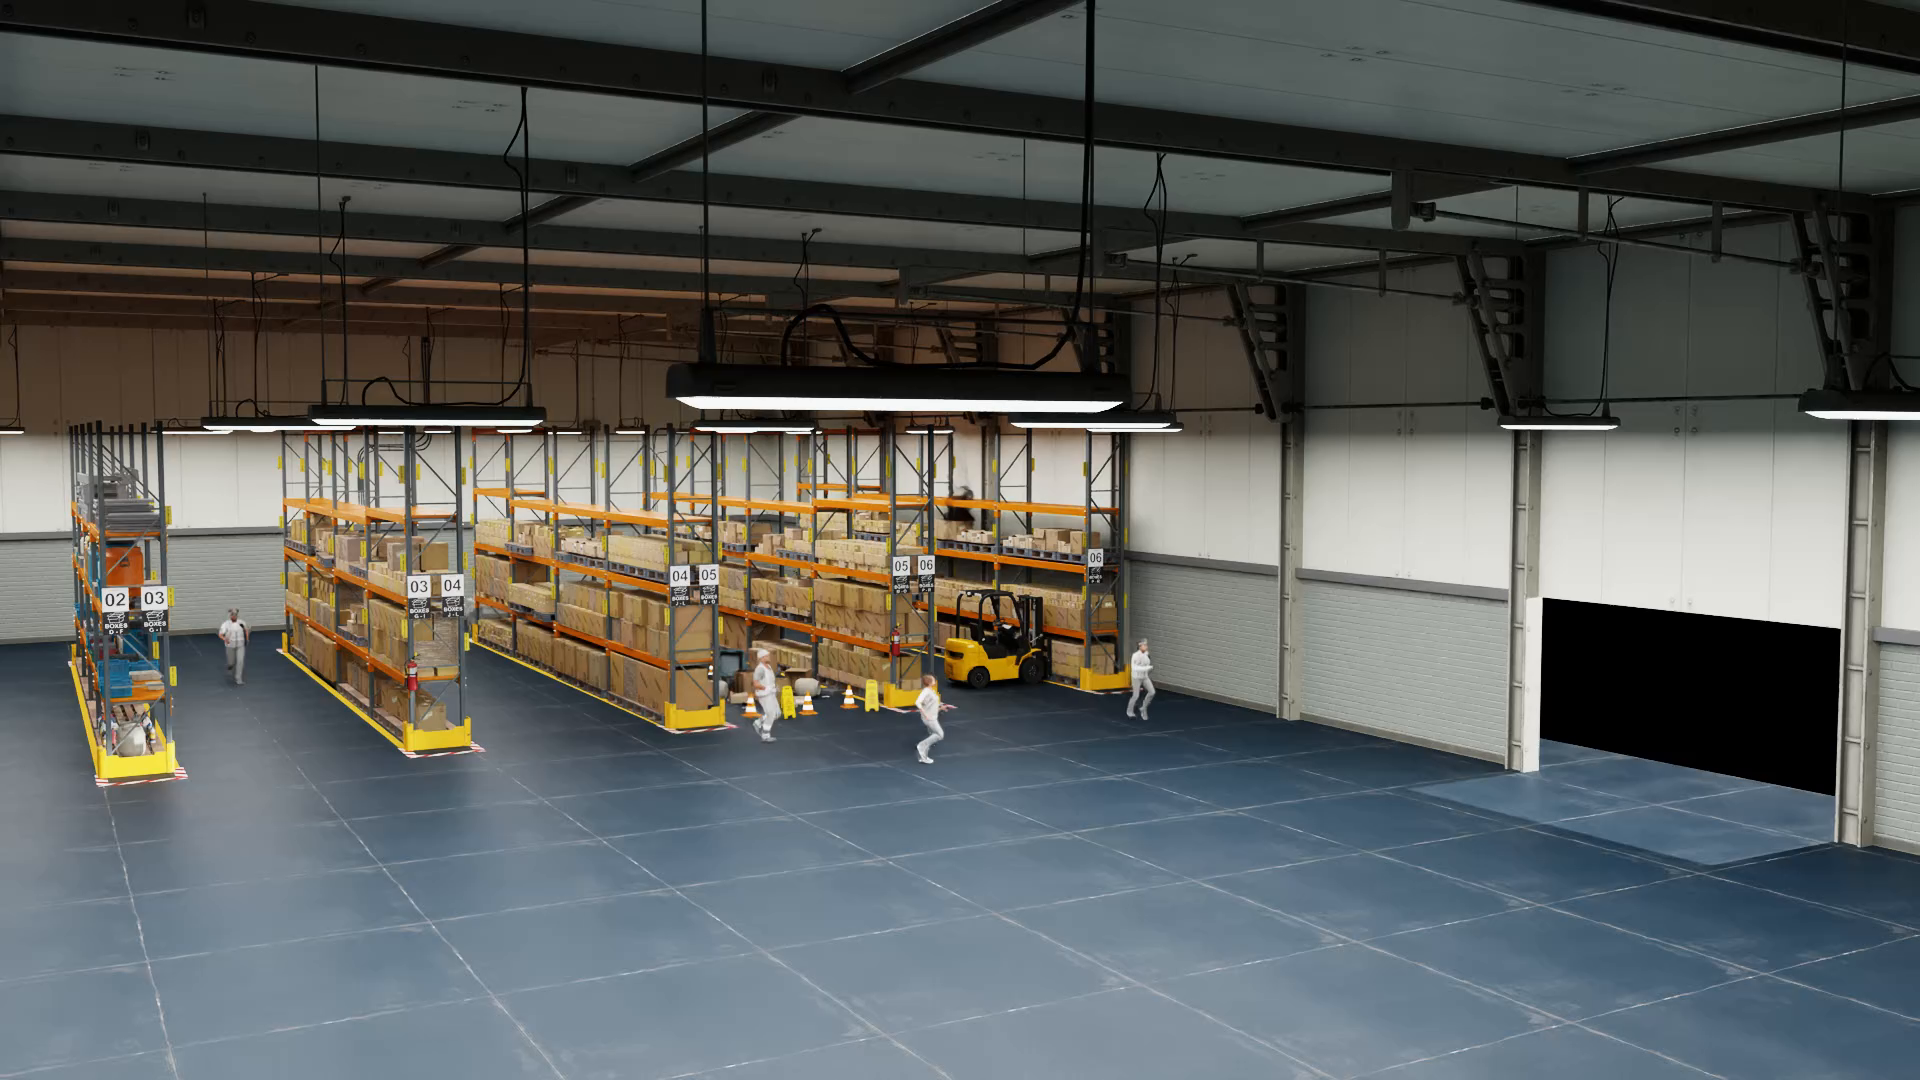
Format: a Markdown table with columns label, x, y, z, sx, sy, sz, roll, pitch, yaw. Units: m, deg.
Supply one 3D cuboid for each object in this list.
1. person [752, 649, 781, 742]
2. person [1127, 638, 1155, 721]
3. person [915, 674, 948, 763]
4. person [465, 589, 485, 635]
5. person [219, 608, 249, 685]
| label | x | y | z | sx | sy | sz | roll | pitch | yaw |
| --- | --- | --- | --- | --- | --- | --- | --- | --- | --- |
| person | -3.651 | 2.921 | 31.241 | 0.616 | 1.738 | 0.652 | 1 | 4 | 16 |
| person | 3.651 | 2.804 | 33.579 | 0.641 | 1.678 | 0.788 | -3 | 5 | -38 |
| person | -0.483 | 3.148 | 29.176 | 0.530 | 1.538 | 0.532 | 1 | 4 | 9 |
| person | -13.825 | 1.890 | 47.679 | 0.686 | 1.746 | 0.701 | -2 | 4 | -27 |
| person | -16.889 | 2.455 | 38.764 | 0.677 | 1.741 | 0.895 | -2 | 4 | -34 |
